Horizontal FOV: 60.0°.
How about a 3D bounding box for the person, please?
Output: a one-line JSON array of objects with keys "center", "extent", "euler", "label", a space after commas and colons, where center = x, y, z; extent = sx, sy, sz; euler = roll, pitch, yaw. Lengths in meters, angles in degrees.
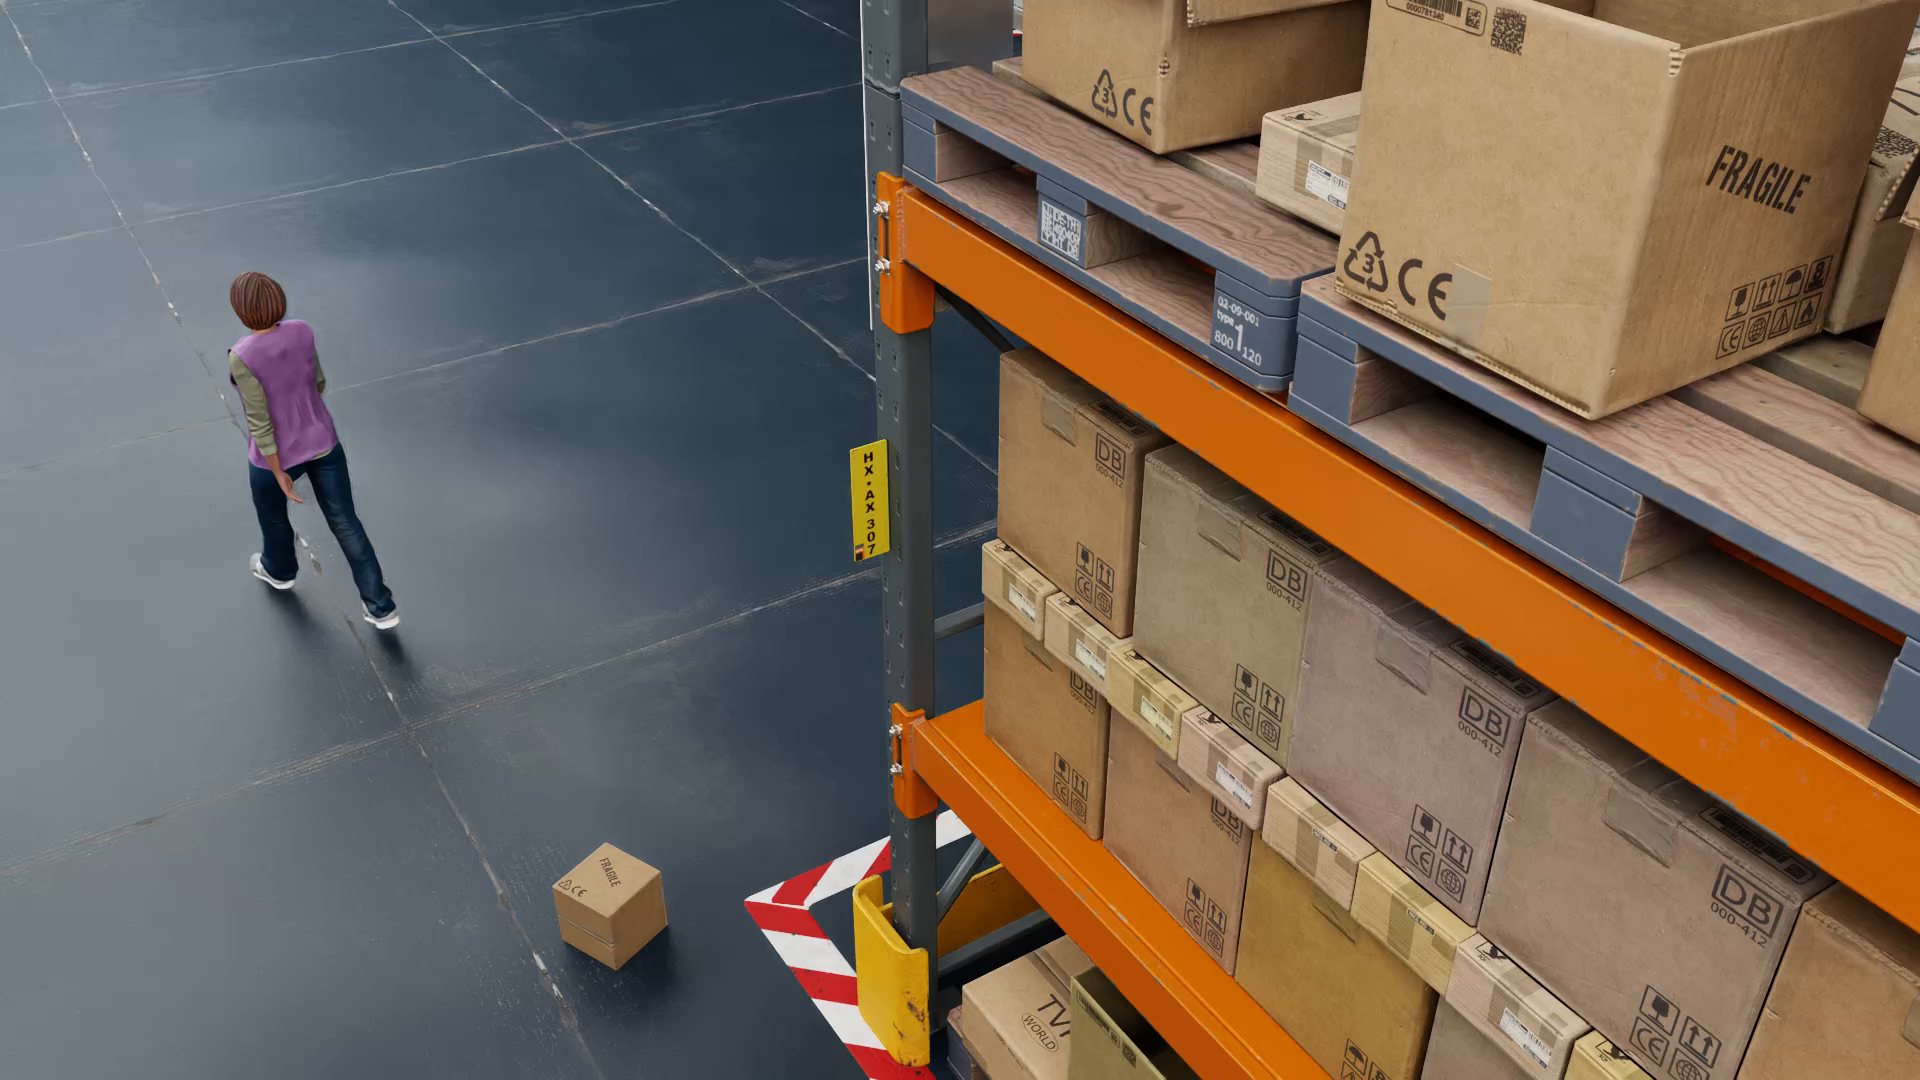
[{"center": [-2.703, -0.389, 6.745], "extent": [0.964, 1.539, 0.405], "euler": [27, 42, 35], "label": "person"}]
